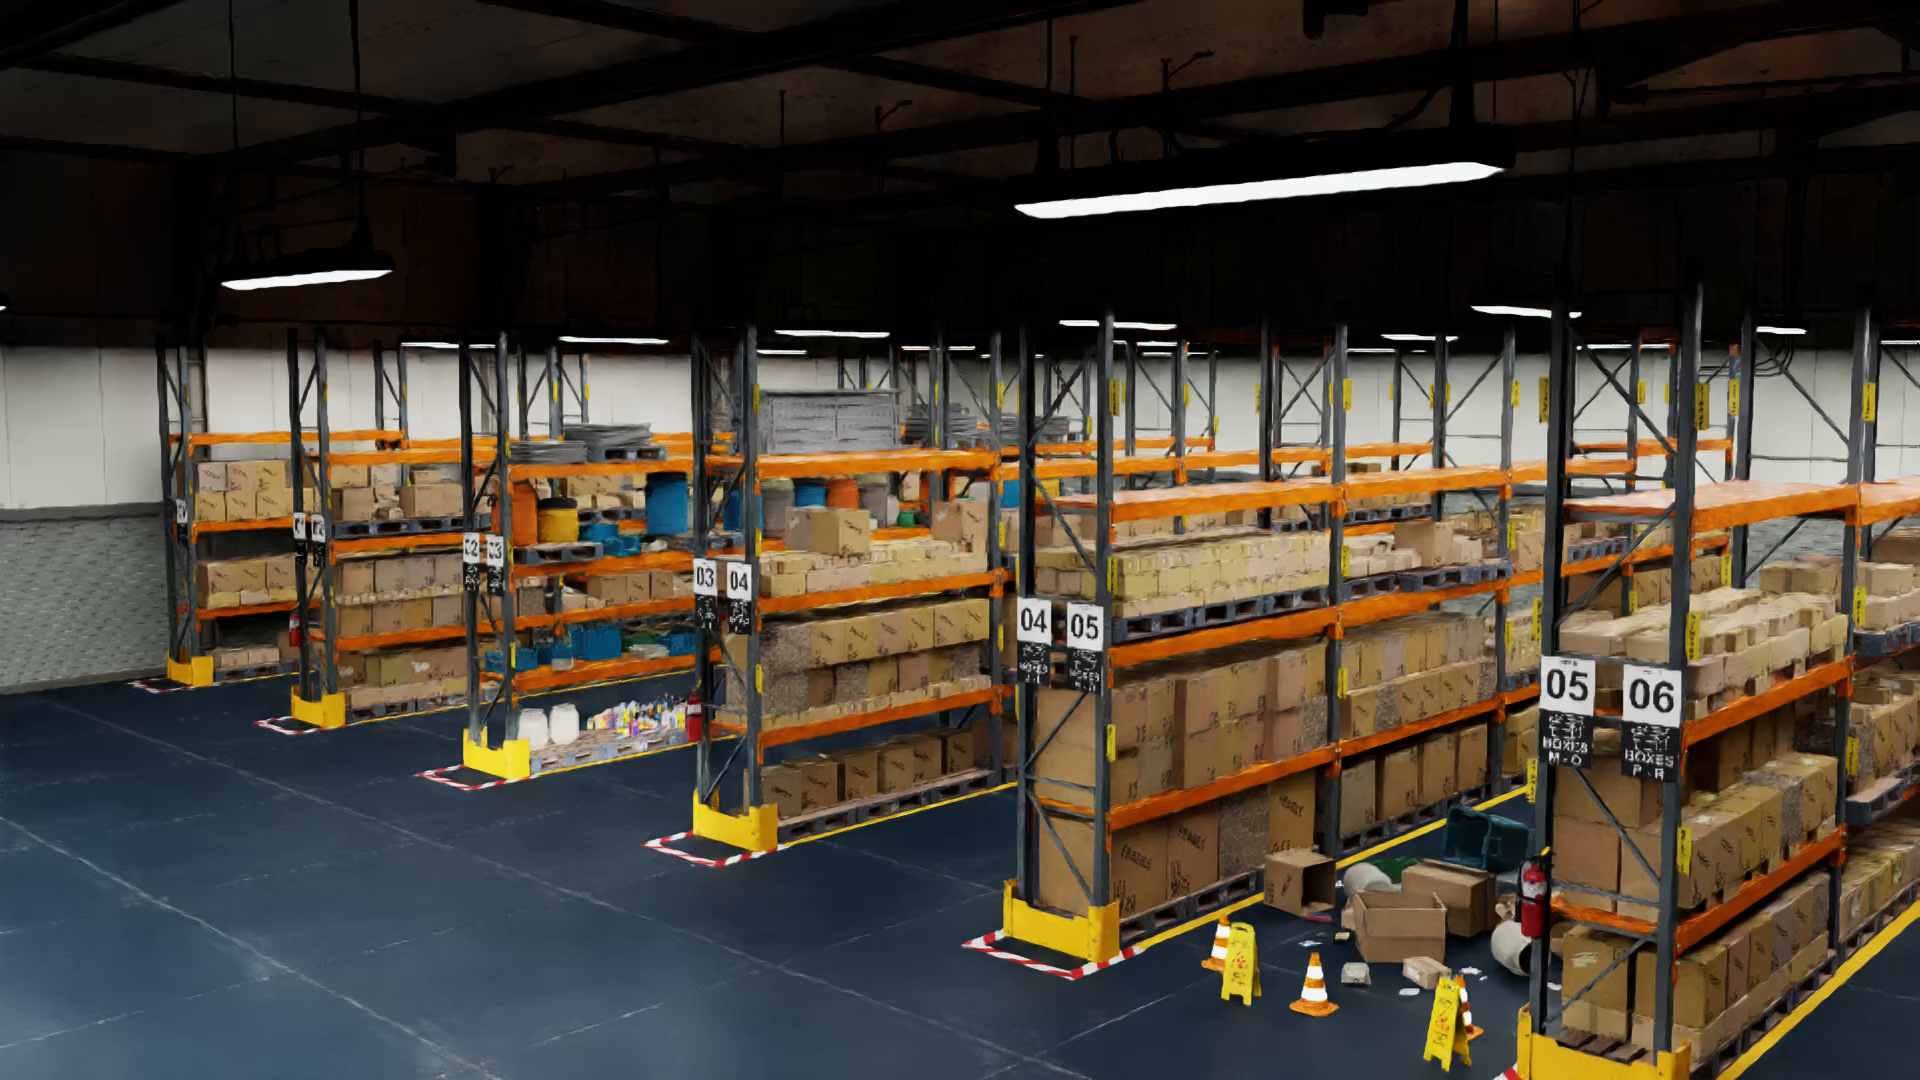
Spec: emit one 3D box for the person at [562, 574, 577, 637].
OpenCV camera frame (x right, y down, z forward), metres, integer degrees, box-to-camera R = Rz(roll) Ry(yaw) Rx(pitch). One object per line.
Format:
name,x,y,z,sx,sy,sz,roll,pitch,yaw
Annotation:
person,-7.375,1.428,31.228,0.639,1.632,0.506,5,7,40
